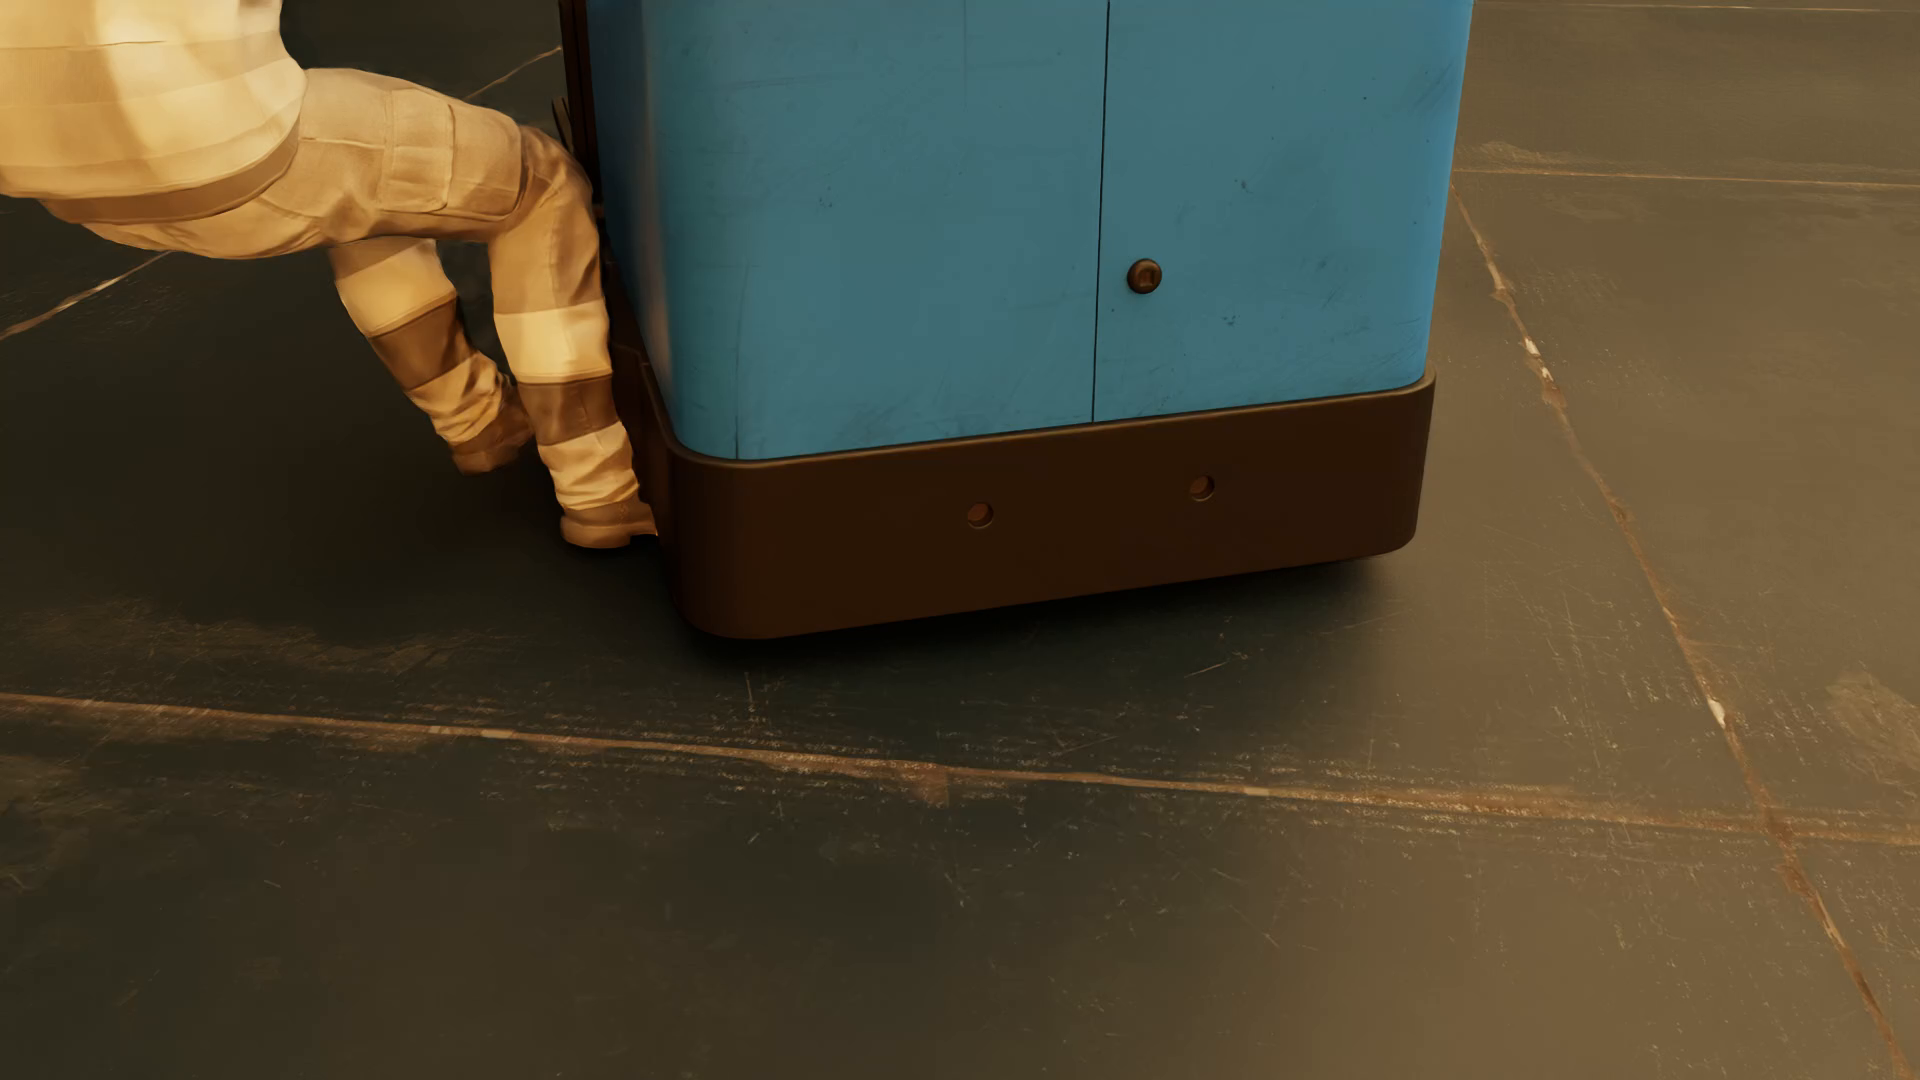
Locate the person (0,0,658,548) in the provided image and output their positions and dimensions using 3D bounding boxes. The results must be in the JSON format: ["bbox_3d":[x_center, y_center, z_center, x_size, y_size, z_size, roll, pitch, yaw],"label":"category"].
[{"bbox_3d":[-1.047,-0.648,2.249,1.311,1.431,0.823,7,27,15],"label":"person"}]

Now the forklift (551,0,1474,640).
[{"bbox_3d":[-0.244,-1.824,2.873,1.130,2.935,3.031,-7,27,-14],"label":"forklift"}]
